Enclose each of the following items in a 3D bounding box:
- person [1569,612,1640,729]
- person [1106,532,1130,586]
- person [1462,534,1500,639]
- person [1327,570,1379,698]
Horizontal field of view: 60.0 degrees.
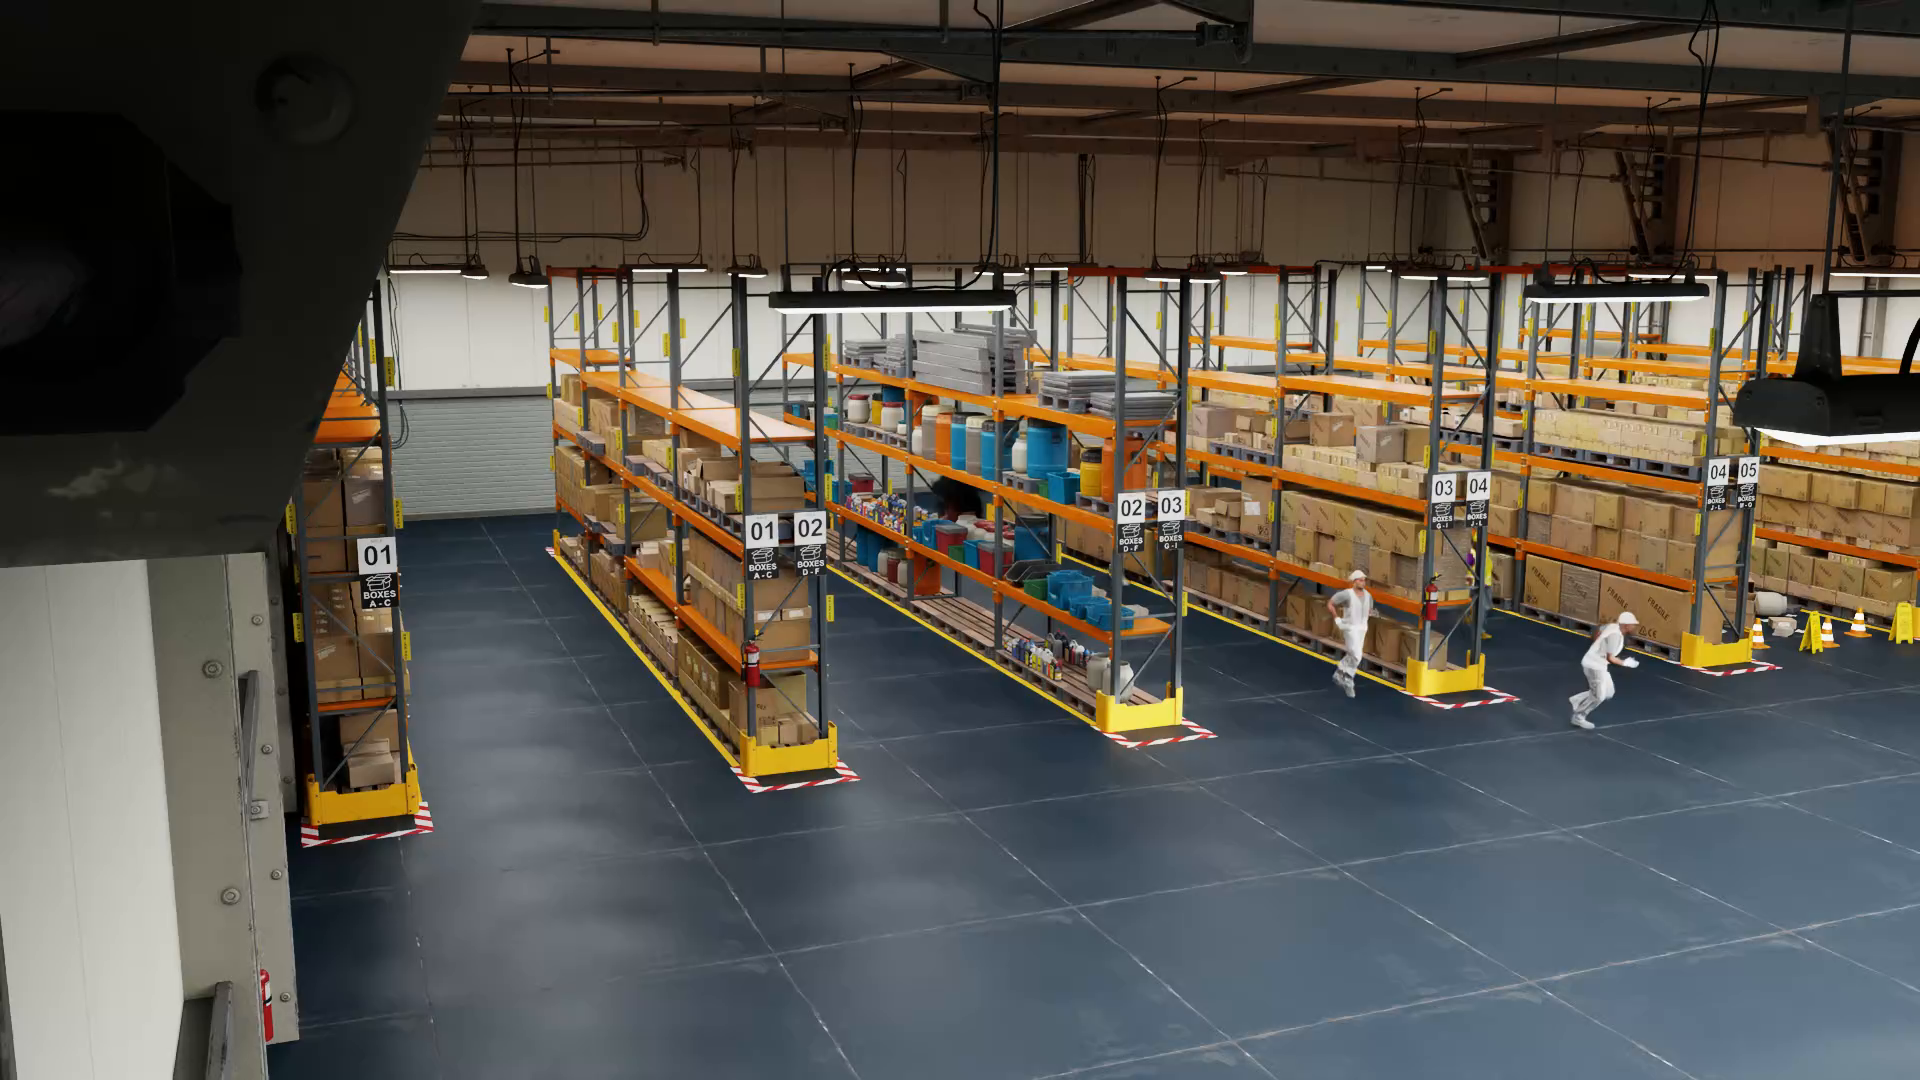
[{"bbox_3d":[8.600,1.724,22.201,0.840,1.606,0.708,4,11,21],"label":"person"},{"bbox_3d":[2.906,-0.086,30.468,0.700,1.775,0.786,-5,11,-25],"label":"person"},{"bbox_3d":[8.536,0.741,27.433,0.707,1.724,0.753,-5,11,-29],"label":"person"},{"bbox_3d":[5.677,1.341,23.938,0.653,1.835,0.741,-6,11,-29],"label":"person"}]
